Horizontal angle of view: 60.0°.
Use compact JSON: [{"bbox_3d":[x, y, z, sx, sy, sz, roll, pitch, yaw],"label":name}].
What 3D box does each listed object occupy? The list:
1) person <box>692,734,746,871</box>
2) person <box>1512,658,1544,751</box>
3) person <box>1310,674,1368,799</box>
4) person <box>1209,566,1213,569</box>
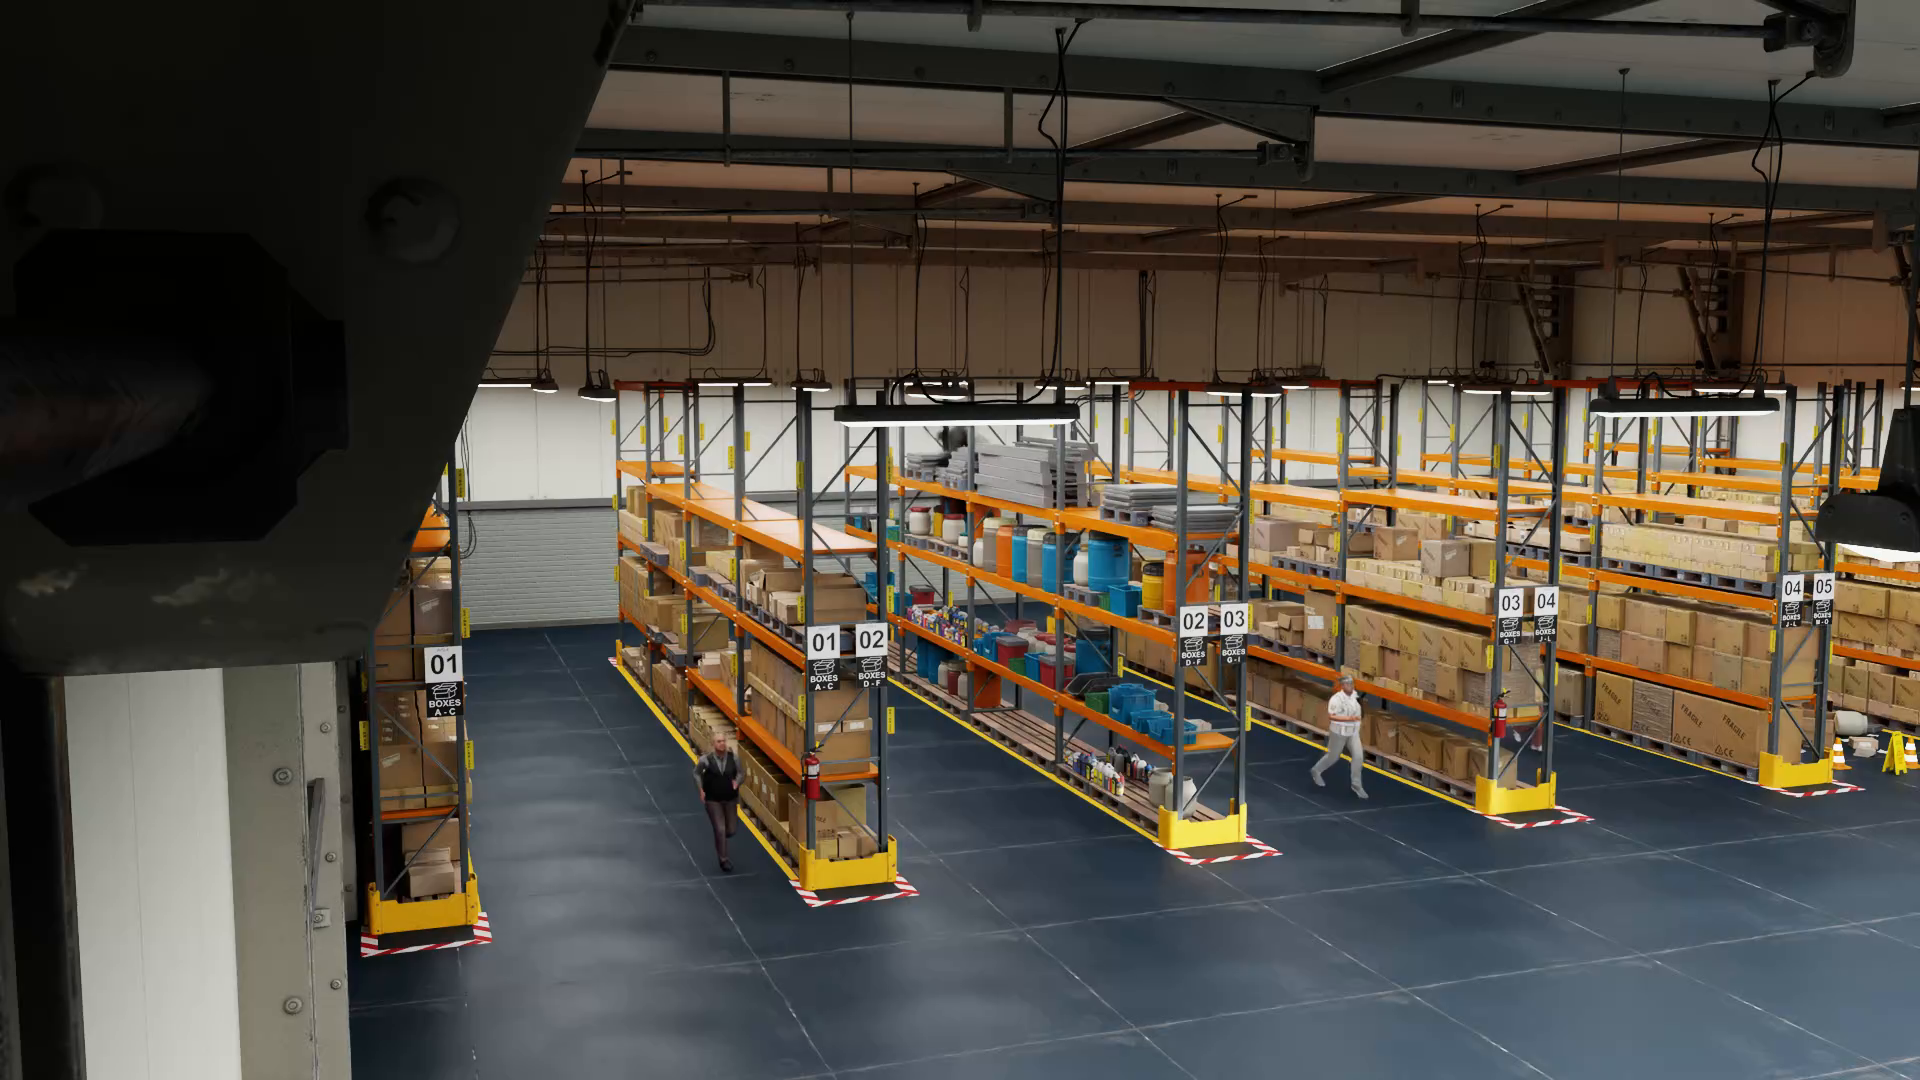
[{"bbox_3d":[-3.031,3.274,20.987,0.660,1.685,0.782,-2,7,-22],"label":"person"},{"bbox_3d":[9.425,2.633,27.348,0.581,1.619,0.641,-4,7,-30],"label":"person"},{"bbox_3d":[5.654,2.853,24.596,0.671,1.824,0.964,-3,7,-29],"label":"person"},{"bbox_3d":[5.765,1.216,40.412,0.924,1.683,0.558,4,7,33],"label":"person"}]
